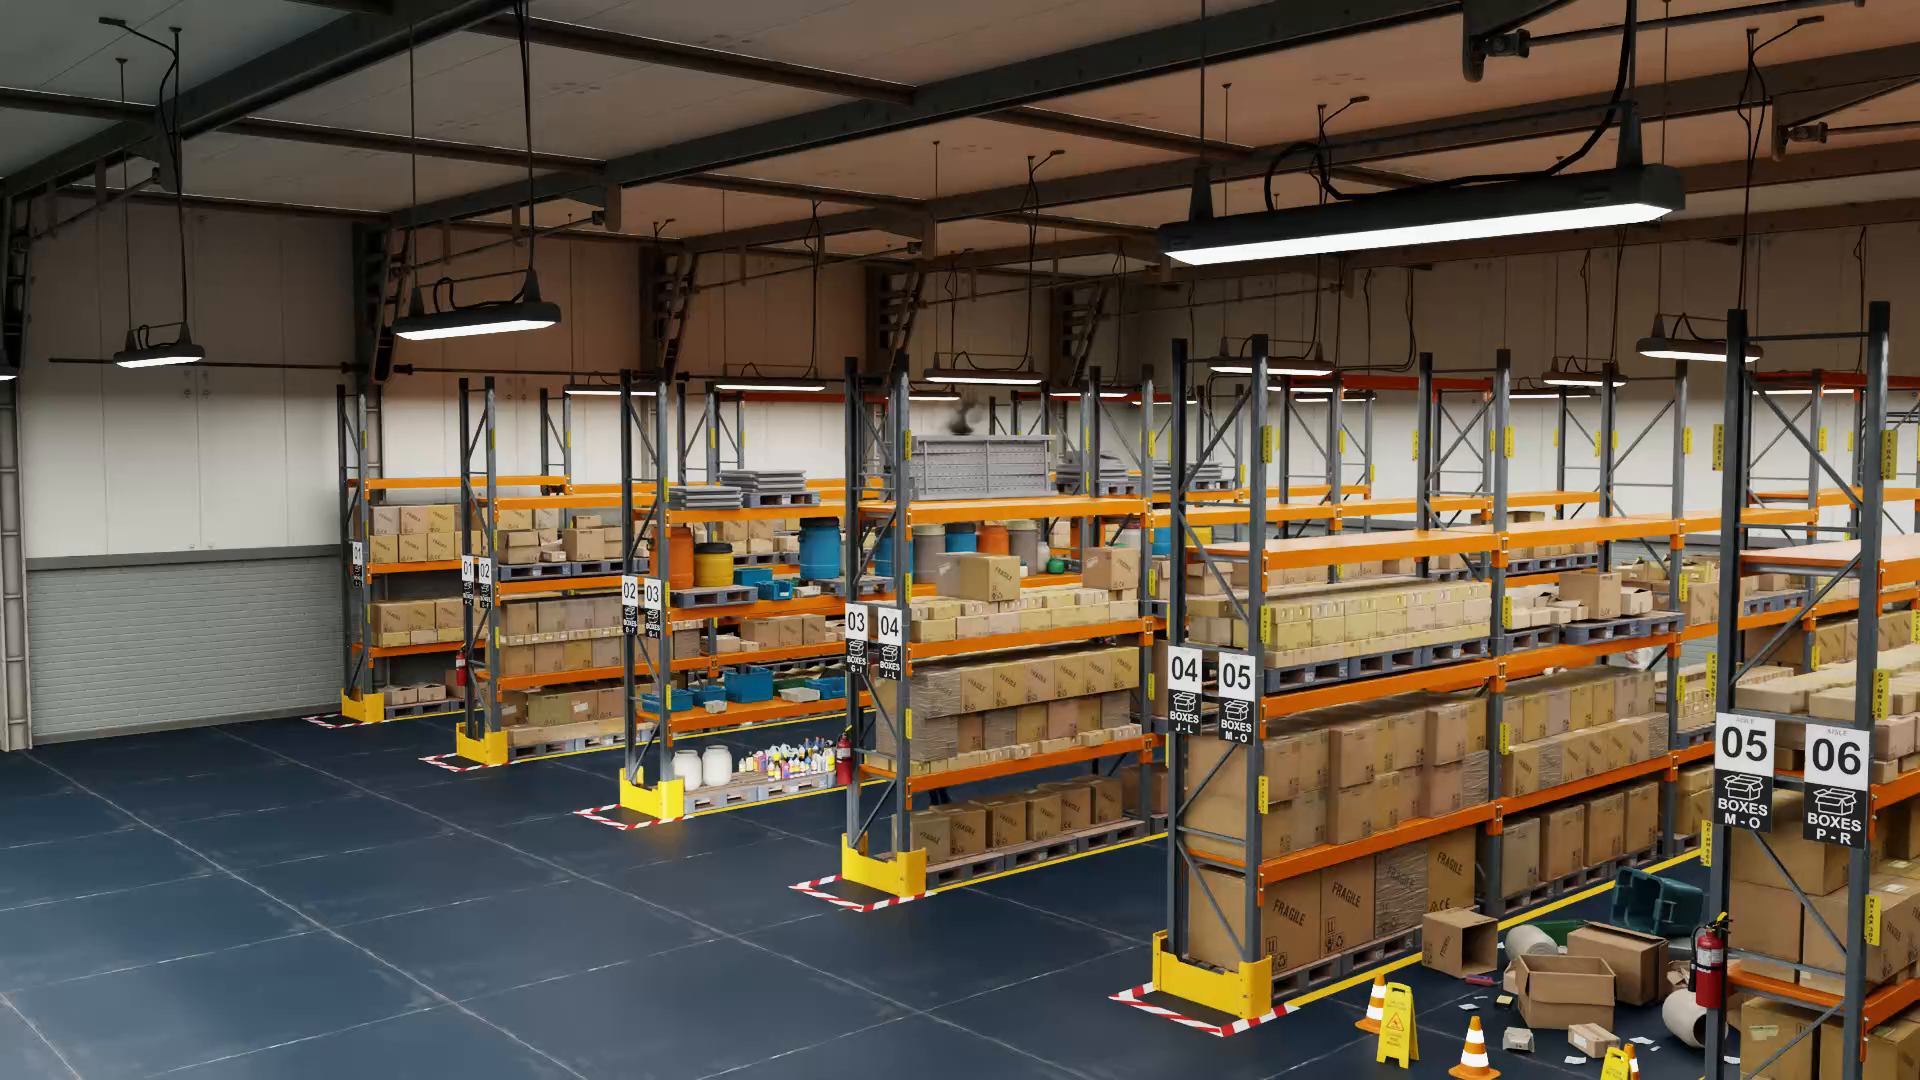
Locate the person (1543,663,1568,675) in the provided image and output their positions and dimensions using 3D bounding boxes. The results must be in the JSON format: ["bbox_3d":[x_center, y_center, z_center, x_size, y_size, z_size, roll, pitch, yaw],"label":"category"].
[{"bbox_3d":[9.068,2.619,25.232,0.668,1.847,0.936,4,5,43],"label":"person"}]

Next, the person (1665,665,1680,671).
[{"bbox_3d":[10.559,2.673,24.713,0.654,1.746,0.693,-3,5,-40],"label":"person"}]

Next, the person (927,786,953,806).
[{"bbox_3d":[-0.323,2.924,21.951,0.702,1.641,0.507,-4,5,-45],"label":"person"}]

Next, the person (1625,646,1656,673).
[{"bbox_3d":[12.156,2.342,29.655,0.692,1.792,0.666,-2,4,-23],"label":"person"}]
